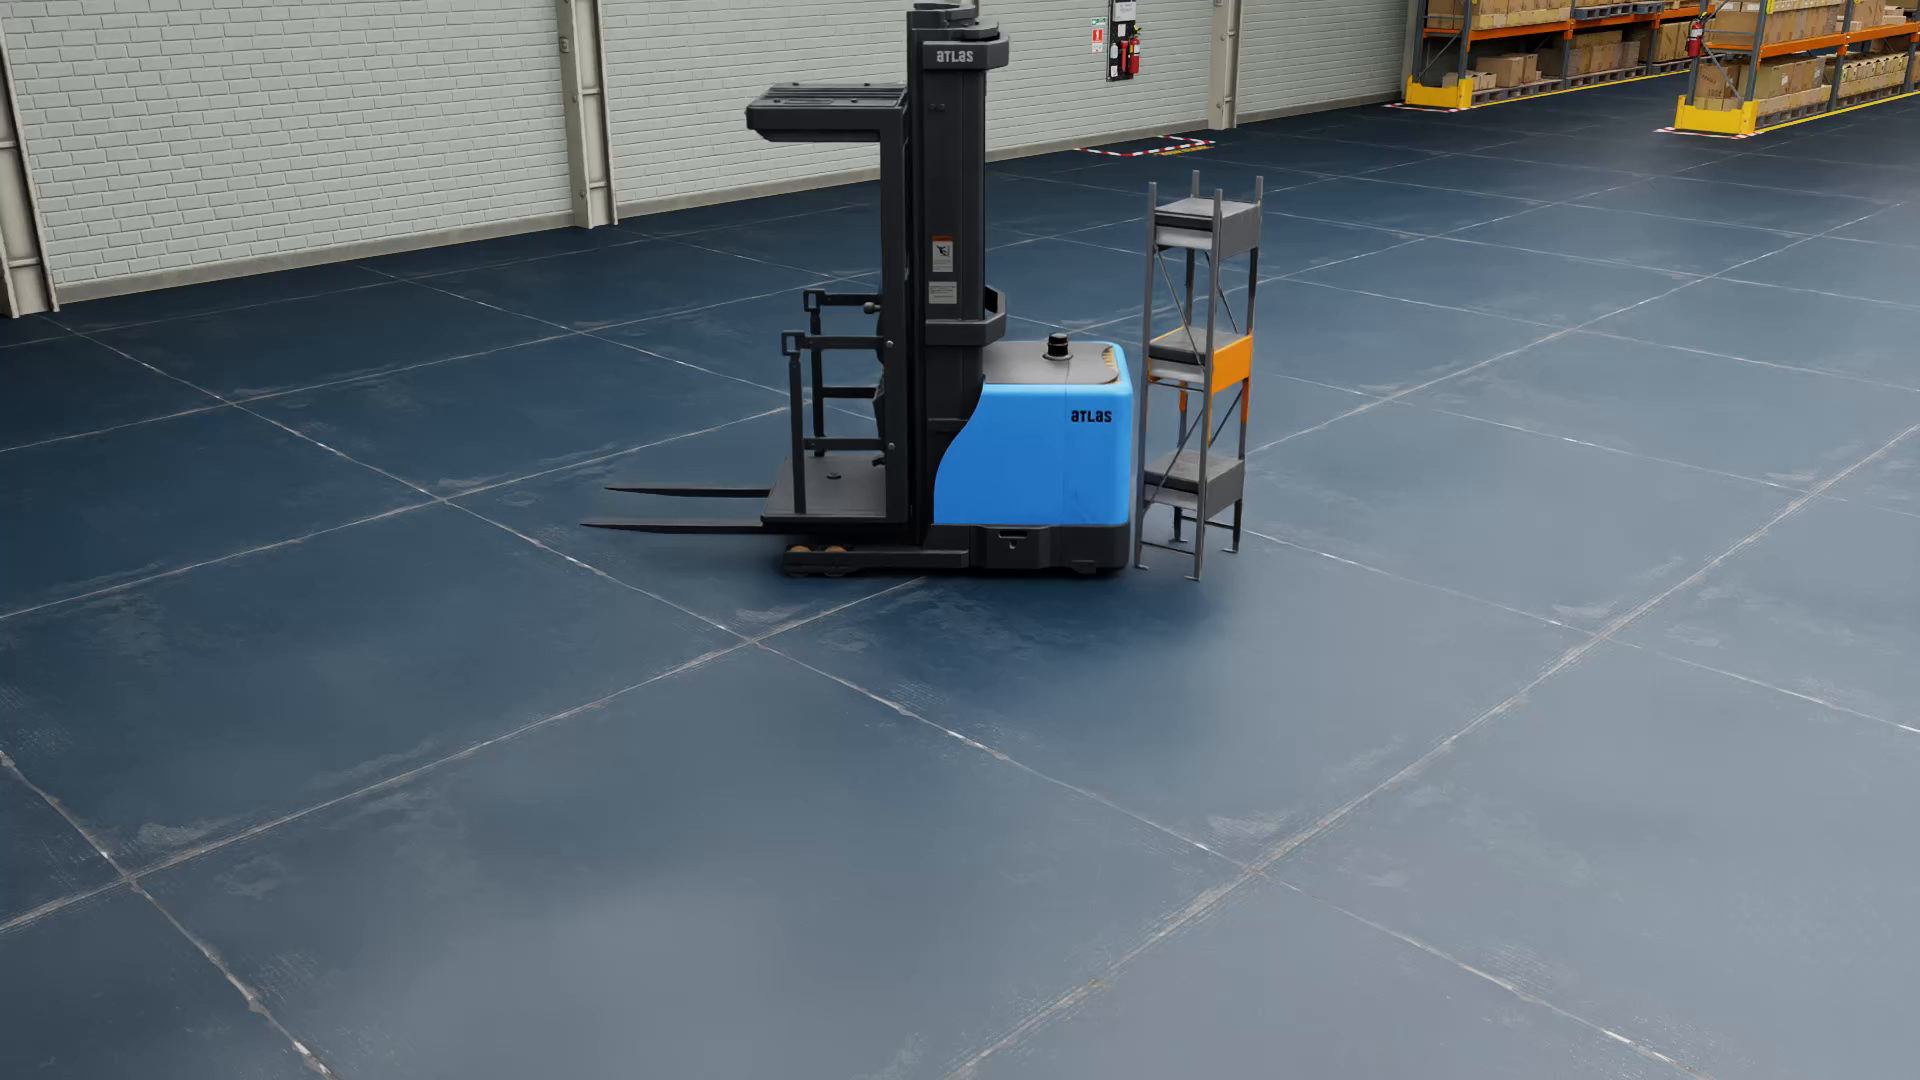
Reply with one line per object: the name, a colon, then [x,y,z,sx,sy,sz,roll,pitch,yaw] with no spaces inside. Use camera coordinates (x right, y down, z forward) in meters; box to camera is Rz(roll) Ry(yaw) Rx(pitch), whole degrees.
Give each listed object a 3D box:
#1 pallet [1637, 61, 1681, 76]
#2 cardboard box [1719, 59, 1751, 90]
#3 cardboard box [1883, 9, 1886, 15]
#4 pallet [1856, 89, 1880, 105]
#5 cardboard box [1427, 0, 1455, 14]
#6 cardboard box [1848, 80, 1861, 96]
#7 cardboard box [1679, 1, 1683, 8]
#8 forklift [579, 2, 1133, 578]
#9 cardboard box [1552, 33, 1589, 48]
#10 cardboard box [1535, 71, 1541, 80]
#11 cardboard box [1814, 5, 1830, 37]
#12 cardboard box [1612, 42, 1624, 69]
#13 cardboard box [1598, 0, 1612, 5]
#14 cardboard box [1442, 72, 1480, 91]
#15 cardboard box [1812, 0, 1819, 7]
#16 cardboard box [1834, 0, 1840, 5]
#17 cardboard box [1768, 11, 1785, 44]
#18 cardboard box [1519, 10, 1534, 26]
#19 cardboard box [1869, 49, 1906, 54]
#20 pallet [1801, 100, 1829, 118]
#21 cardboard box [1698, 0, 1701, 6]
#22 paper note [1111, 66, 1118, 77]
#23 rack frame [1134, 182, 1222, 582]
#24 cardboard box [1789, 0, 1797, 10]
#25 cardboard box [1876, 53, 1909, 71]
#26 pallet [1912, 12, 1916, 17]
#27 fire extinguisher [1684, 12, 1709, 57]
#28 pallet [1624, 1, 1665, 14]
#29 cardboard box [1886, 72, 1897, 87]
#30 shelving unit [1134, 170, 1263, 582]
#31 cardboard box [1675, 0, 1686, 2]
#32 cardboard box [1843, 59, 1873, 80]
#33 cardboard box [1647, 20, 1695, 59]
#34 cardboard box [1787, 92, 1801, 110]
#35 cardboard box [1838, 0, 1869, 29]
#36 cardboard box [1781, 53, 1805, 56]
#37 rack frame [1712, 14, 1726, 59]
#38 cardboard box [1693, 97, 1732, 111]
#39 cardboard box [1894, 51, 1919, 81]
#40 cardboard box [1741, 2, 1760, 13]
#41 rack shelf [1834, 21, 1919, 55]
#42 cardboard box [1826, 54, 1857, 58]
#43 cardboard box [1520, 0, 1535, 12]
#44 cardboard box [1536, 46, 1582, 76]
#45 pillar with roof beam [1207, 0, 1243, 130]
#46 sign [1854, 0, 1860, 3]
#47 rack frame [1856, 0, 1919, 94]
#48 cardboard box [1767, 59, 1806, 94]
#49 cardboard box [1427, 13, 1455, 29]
pallet: [14.734,-10.156,35.702,1.003,0.211,1.213,19,28,41]
cardboard box: [12.949,-7.714,27.665,0.500,0.500,0.500,19,28,41]
cardboard box: [16.919,-9.812,31.045,0.500,0.311,0.500,19,28,40]
pallet: [16.228,-8.219,30.664,1.003,0.211,1.213,19,28,41]
cardboard box: [8.726,-9.681,29.716,0.500,0.500,0.500,19,28,40]
cardboard box: [15.708,-8.092,29.693,0.500,0.250,0.500,-19,28,-41]
cardboard box: [15.216,-11.466,35.548,0.250,0.149,0.380,-19,28,-41]
forklift: [-0.581,-1.353,9.009,3.031,2.935,1.130,1,21,1]
cardboard box: [12.146,-9.941,33.084,0.500,0.250,0.500,19,28,40]
cardboard box: [10.988,-8.983,32.101,0.380,0.166,0.250,15,26,34]
cardboard box: [14.223,-8.800,28.150,0.700,0.500,0.500,19,28,40]
cardboard box: [13.222,-10.011,34.309,0.700,0.500,0.500,19,28,41]
cardboard box: [12.551,-10.938,33.100,0.500,0.500,0.700,-16,26,-35]
cardboard box: [9.096,-8.323,30.181,0.500,0.311,0.500,15,26,35]
cardboard box: [13.968,-8.906,27.522,0.250,0.149,0.380,-19,28,-41]
cardboard box: [14.681,-9.169,28.206,0.380,0.149,0.250,19,28,40]
cardboard box: [12.799,-8.278,26.791,0.500,0.500,0.700,-19,28,-41]
cardboard box: [10.183,-9.598,30.547,0.500,0.250,0.500,20,28,41]
cardboard box: [18.166,-9.372,32.649,0.500,0.500,0.500,-19,28,-40]
pallet: [14.306,-7.511,28.821,1.003,0.211,1.213,19,28,41]
cardboard box: [15.970,-11.720,36.209,0.380,0.149,0.250,18,28,39]
paper note: [2.308,-7.006,24.849,0.016,0.148,0.142,19,28,41]
rack frame: [1.131,-0.797,8.720,0.400,2.100,0.015,14,25,31]
cardboard box: [13.248,-8.640,26.830,0.380,0.149,0.250,18,27,39]
cardboard box: [17.493,-9.013,31.308,0.500,0.311,0.500,-19,28,-41]
pallet: [19.035,-10.446,32.839,1.003,0.211,1.213,19,28,41]
fire extinguisher: [11.686,-8.028,26.388,0.296,0.674,0.183,19,28,41]
pallet: [13.709,-10.974,34.212,1.213,0.211,1.003,19,28,41]
cardboard box: [17.132,-8.617,31.061,0.500,0.250,0.500,19,28,40]
shelving unit: [1.267,-0.869,8.909,0.431,2.100,0.503,14,25,31]
cardboard box: [15.024,-11.661,35.152,0.500,0.500,0.500,-19,28,-40]
cardboard box: [16.071,-8.485,29.936,0.500,0.311,0.500,18,27,39]
cardboard box: [15.353,-10.846,36.022,0.750,0.750,0.750,19,28,40]
cardboard box: [13.682,-7.358,27.784,0.500,0.250,0.500,19,28,41]
cardboard box: [15.806,-9.382,29.663,0.500,0.500,0.500,-18,27,-38]
cardboard box: [14.343,-8.228,29.003,0.500,0.500,0.500,19,28,41]
rack frame: [16.920,-12.302,37.399,1.000,3.000,0.127,19,28,41]
cardboard box: [12.263,-7.103,27.120,0.500,0.250,0.500,19,28,41]
cardboard box: [18.204,-9.119,31.989,0.500,0.500,0.500,-19,28,-40]
cardboard box: [12.529,-8.375,26.138,0.380,0.149,0.250,19,28,40]
rack shelf: [16.286,-9.185,30.292,1.077,0.370,4.000,19,28,41]
cardboard box: [16.388,-8.880,30.963,0.500,0.311,0.500,18,28,39]
cardboard box: [10.166,-9.945,30.405,0.500,0.500,0.500,-19,28,-40]
cardboard box: [11.841,-9.477,32.921,0.500,0.500,0.700,-19,28,-40]
pillar with roof beam: [7.316,-9.794,22.513,9.100,9.000,0.400,19,28,41]
sign: [15.290,-9.309,28.296,0.100,0.325,0.005,19,28,41]
rack frame: [17.682,-10.035,31.501,1.000,3.000,0.127,19,28,41]
cardboard box: [13.683,-7.708,27.649,0.500,0.500,0.500,19,28,41]
cardboard box: [8.736,-9.325,29.836,0.500,0.250,0.500,-20,28,-41]
